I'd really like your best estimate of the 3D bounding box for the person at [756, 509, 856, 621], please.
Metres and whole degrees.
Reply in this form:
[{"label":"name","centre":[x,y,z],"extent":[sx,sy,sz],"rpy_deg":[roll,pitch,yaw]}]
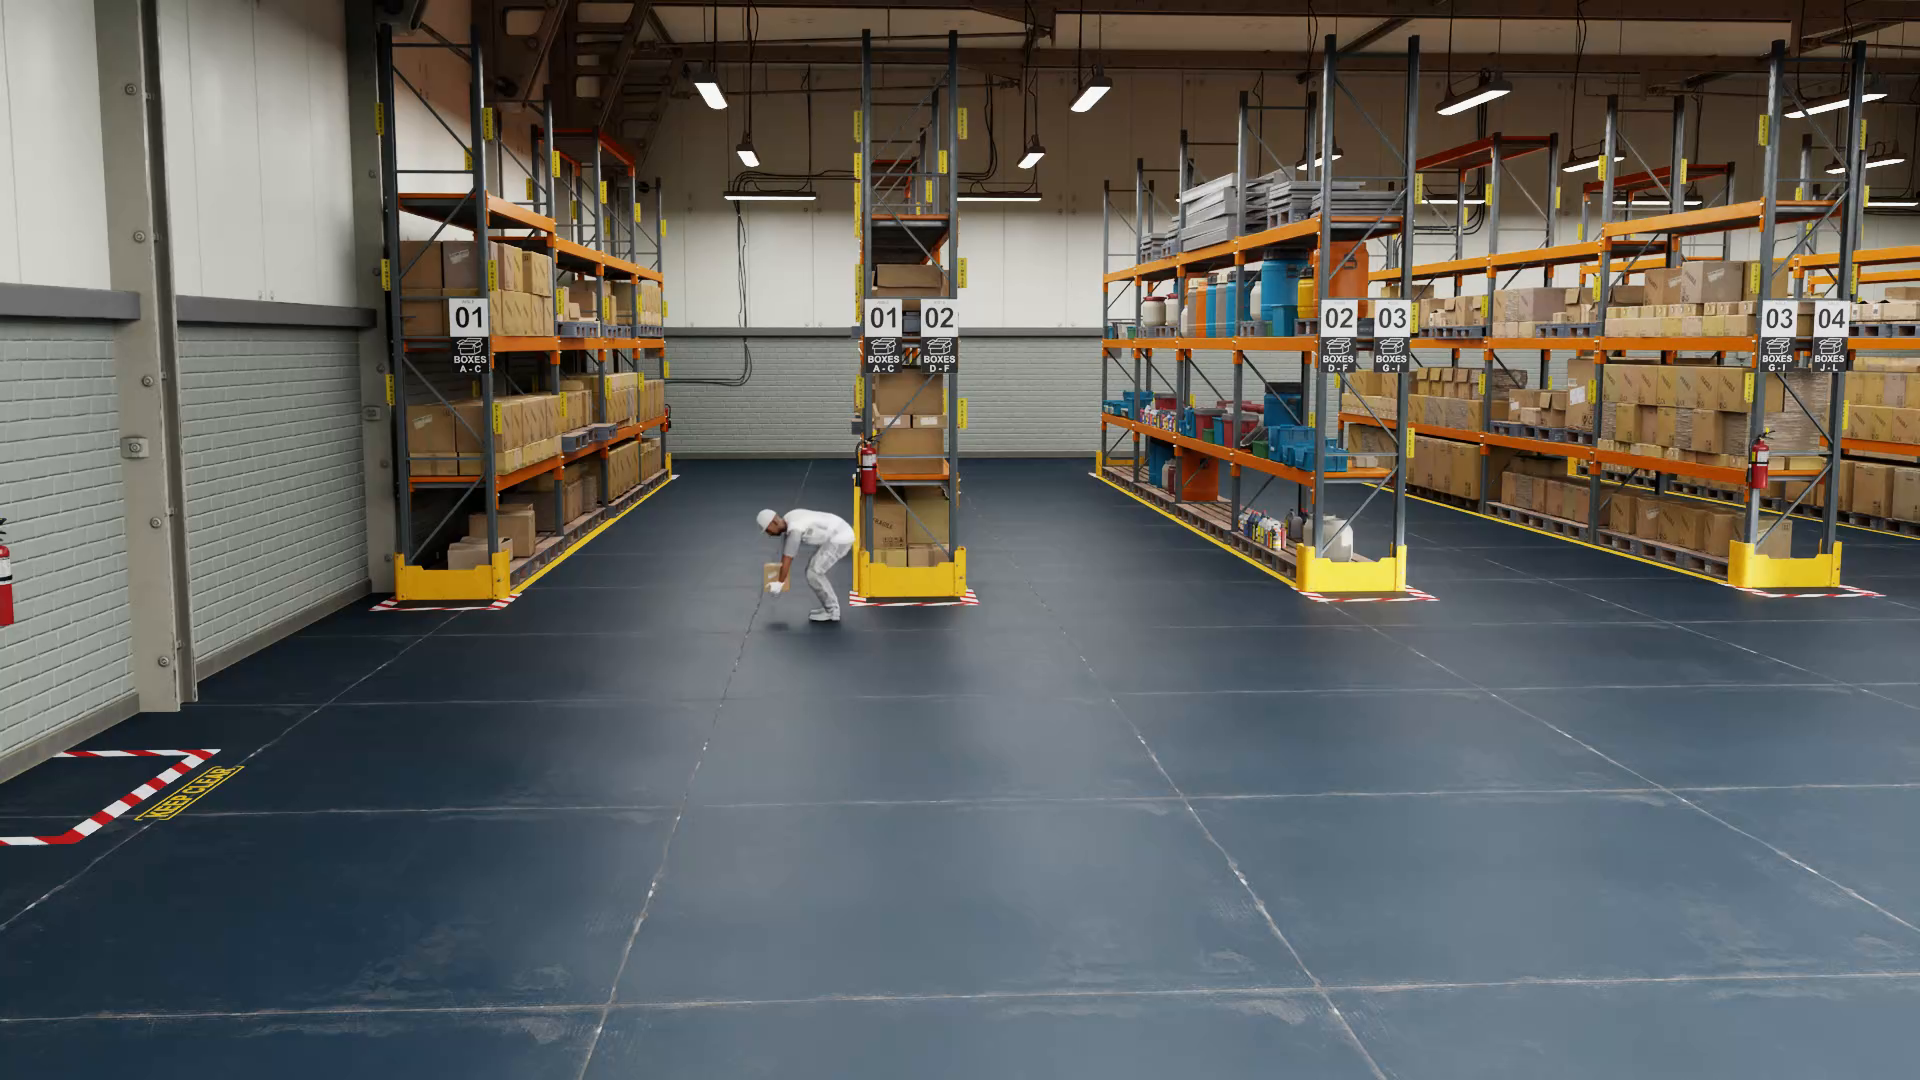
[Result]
[{"label":"person","centre":[-1.524,0.240,16.511],"extent":[0.976,1.103,0.534],"rpy_deg":[-1,7,-7]}]
